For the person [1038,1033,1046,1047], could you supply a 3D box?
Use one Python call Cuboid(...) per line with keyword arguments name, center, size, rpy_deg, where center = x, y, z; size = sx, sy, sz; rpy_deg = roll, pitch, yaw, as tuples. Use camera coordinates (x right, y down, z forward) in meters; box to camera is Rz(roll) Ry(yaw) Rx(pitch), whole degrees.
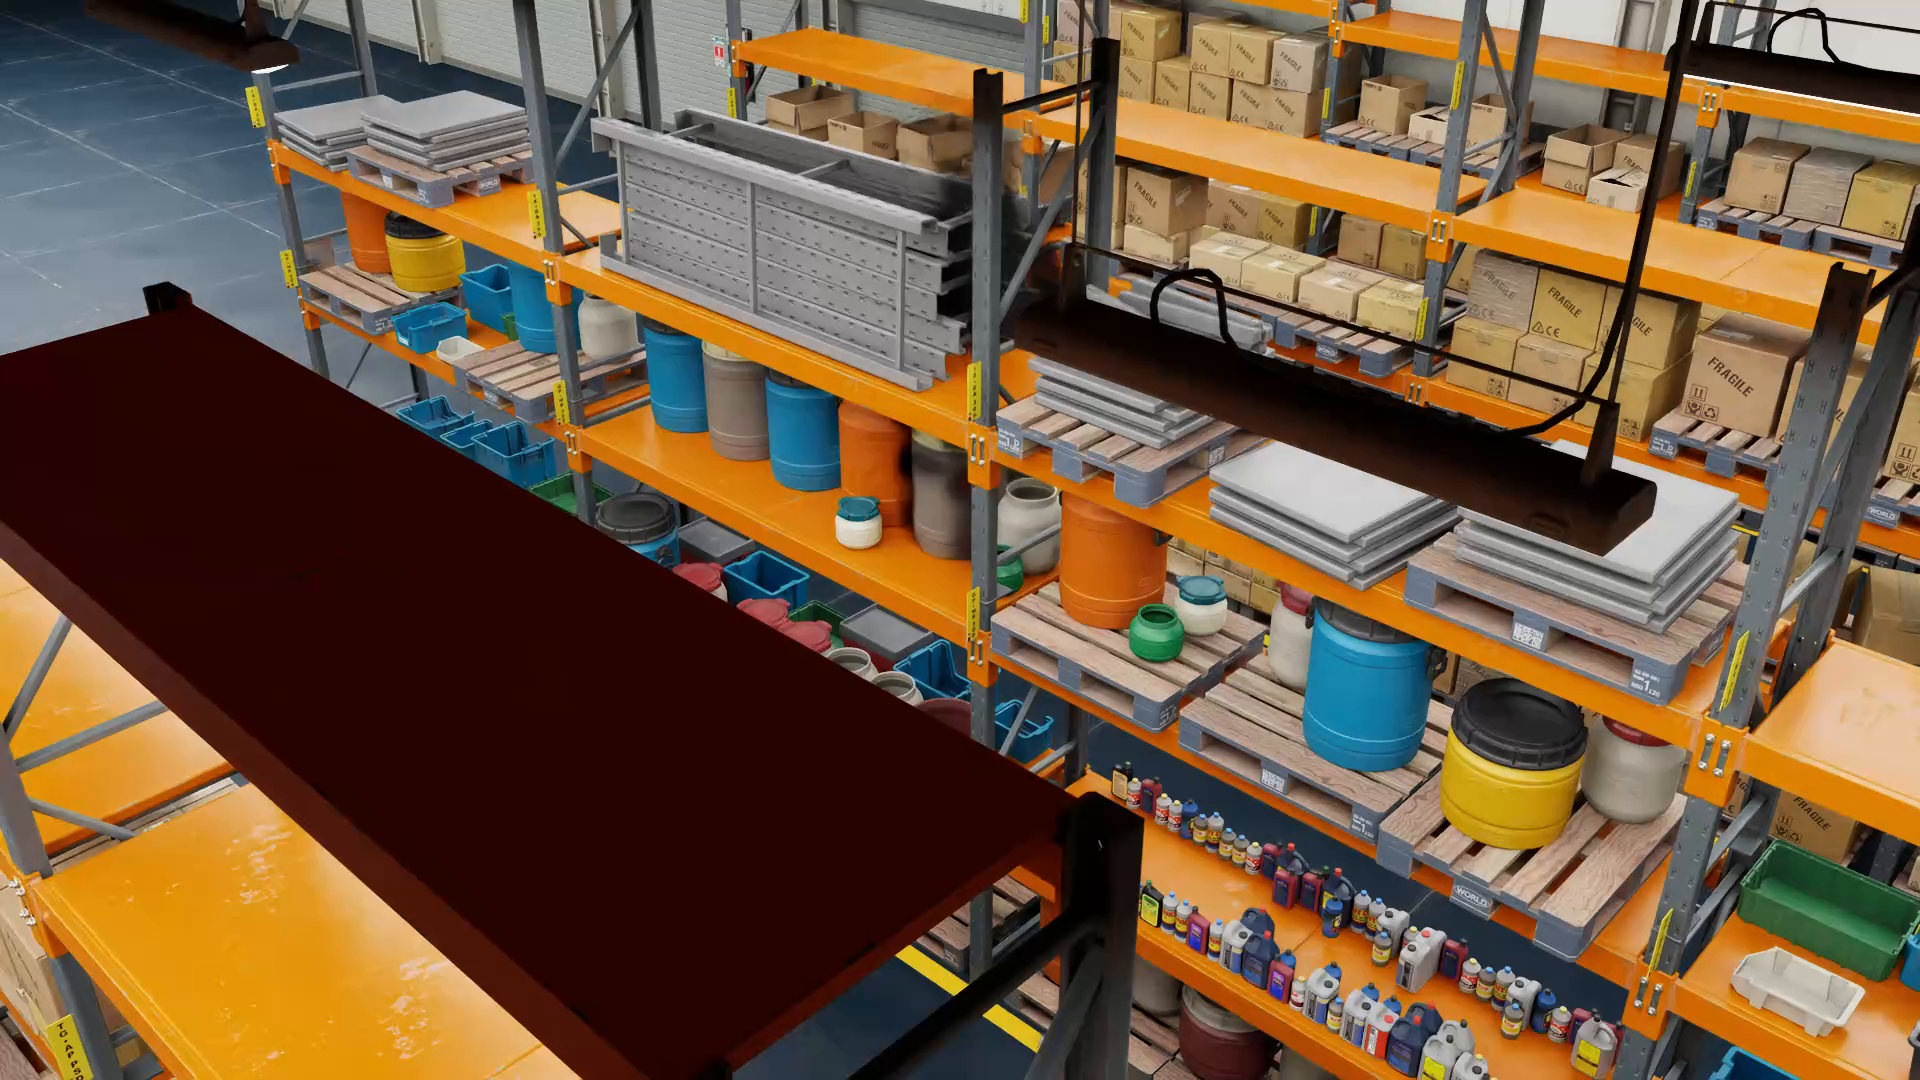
Cuboid(name="person", center=(0.511, 3.191, 8.657), size=(0.534, 1.615, 0.600), rpy_deg=(22, 36, 33))
